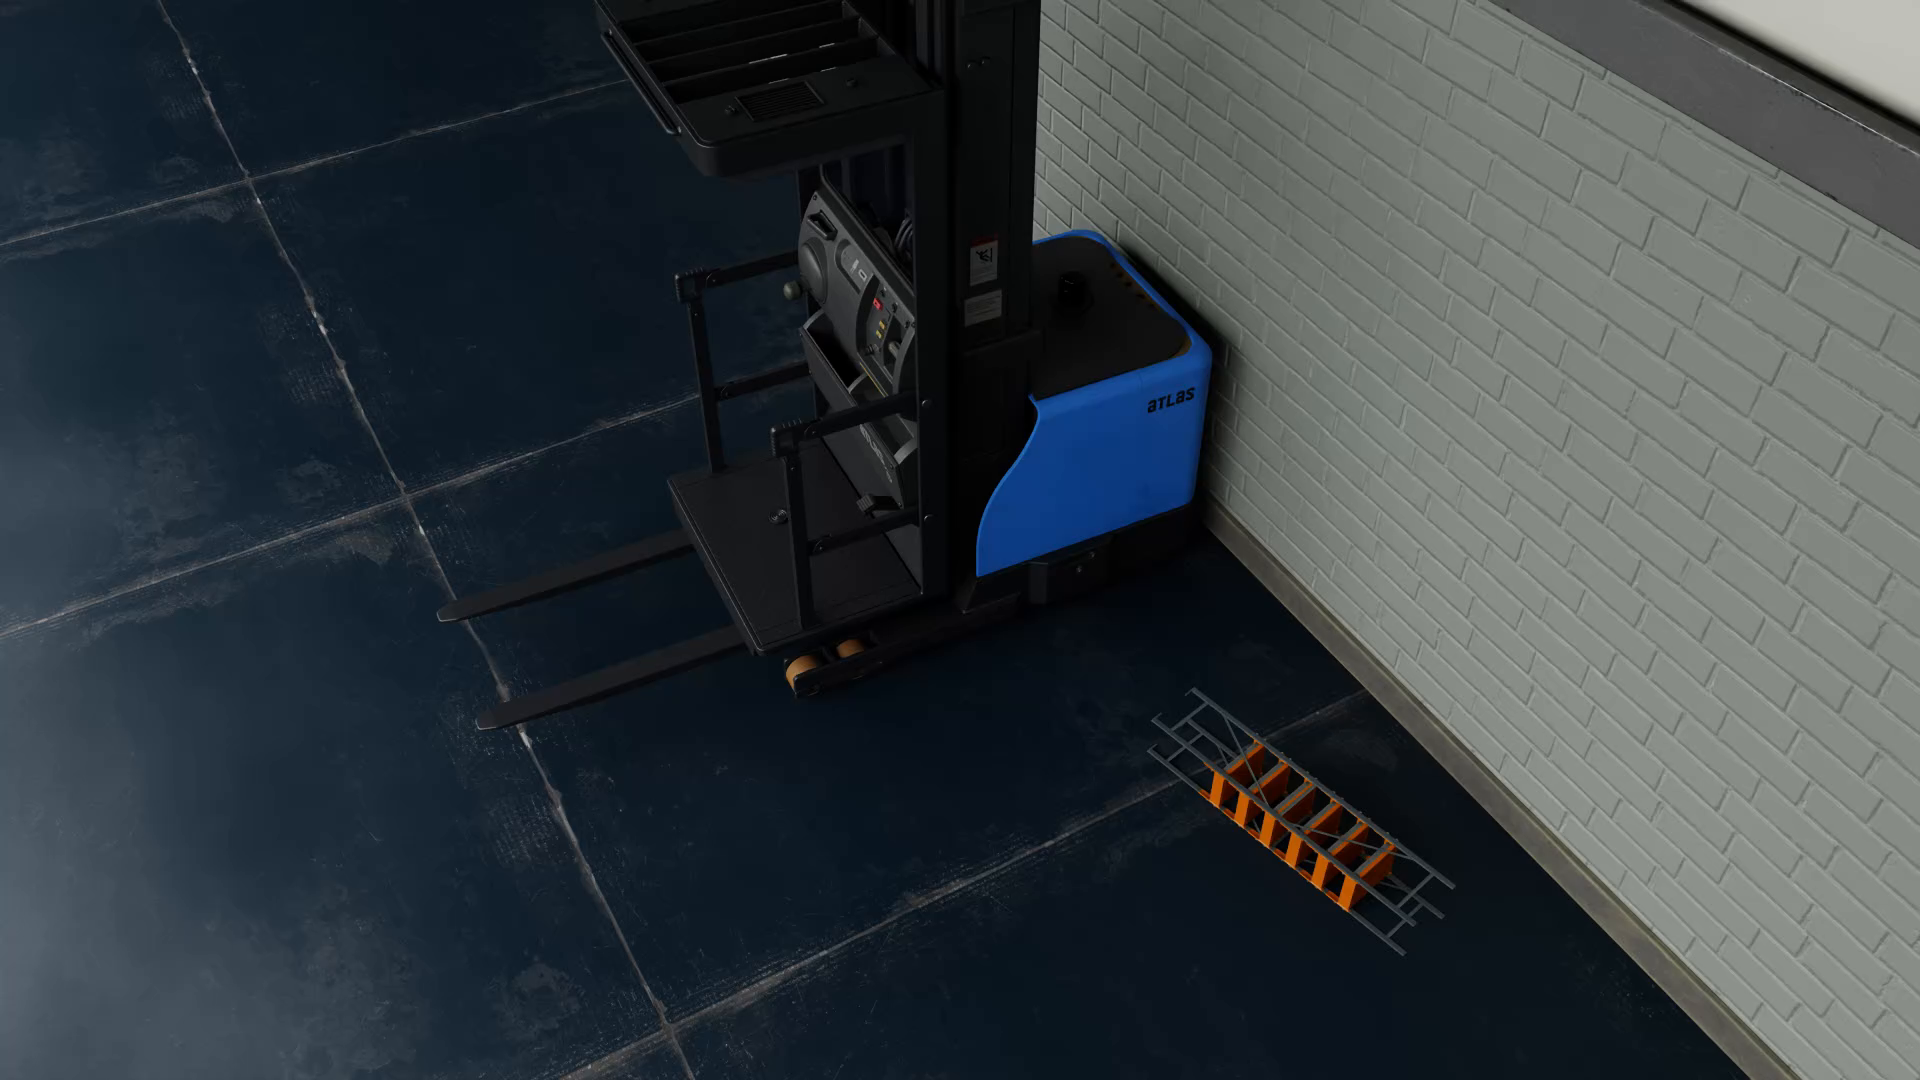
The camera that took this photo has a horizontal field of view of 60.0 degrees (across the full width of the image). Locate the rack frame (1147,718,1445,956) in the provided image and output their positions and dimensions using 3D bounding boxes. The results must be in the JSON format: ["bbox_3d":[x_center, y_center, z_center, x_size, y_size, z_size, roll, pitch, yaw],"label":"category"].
[{"bbox_3d":[1.206,1.059,6.078,0.240,0.006,1.200,-32,53,-29],"label":"rack frame"}]

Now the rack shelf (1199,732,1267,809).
[{"bbox_3d":[1.015,0.846,6.164,0.258,0.180,0.103,-32,53,-29],"label":"rack shelf"}]

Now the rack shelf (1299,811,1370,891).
[{"bbox_3d":[1.338,1.096,5.911,0.258,0.180,0.103,-32,53,-29],"label":"rack shelf"}]

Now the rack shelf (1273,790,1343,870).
[{"bbox_3d":[1.257,1.033,5.975,0.258,0.180,0.103,-32,53,-29],"label":"rack shelf"}]

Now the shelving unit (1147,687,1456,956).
[{"bbox_3d":[1.206,0.994,6.014,0.258,0.189,1.200,-32,53,-29],"label":"shelving unit"}]

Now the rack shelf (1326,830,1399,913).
[{"bbox_3d":[1.419,1.158,5.848,0.258,0.180,0.103,-32,53,-29],"label":"rack shelf"}]

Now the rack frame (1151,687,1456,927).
[{"bbox_3d":[1.207,0.929,5.950,0.240,0.006,1.200,-32,53,-29],"label":"rack frame"}]

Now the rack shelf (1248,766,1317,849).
[{"bbox_3d":[1.176,0.971,6.038,0.258,0.180,0.103,-32,53,-29],"label":"rack shelf"}]

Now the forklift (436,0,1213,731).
[{"bbox_3d":[-0.562,-0.861,5.962,3.031,2.935,1.130,-19,47,-18],"label":"forklift"}]

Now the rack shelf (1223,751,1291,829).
[{"bbox_3d":[1.096,0.909,6.101,0.258,0.180,0.103,-32,53,-29],"label":"rack shelf"}]
